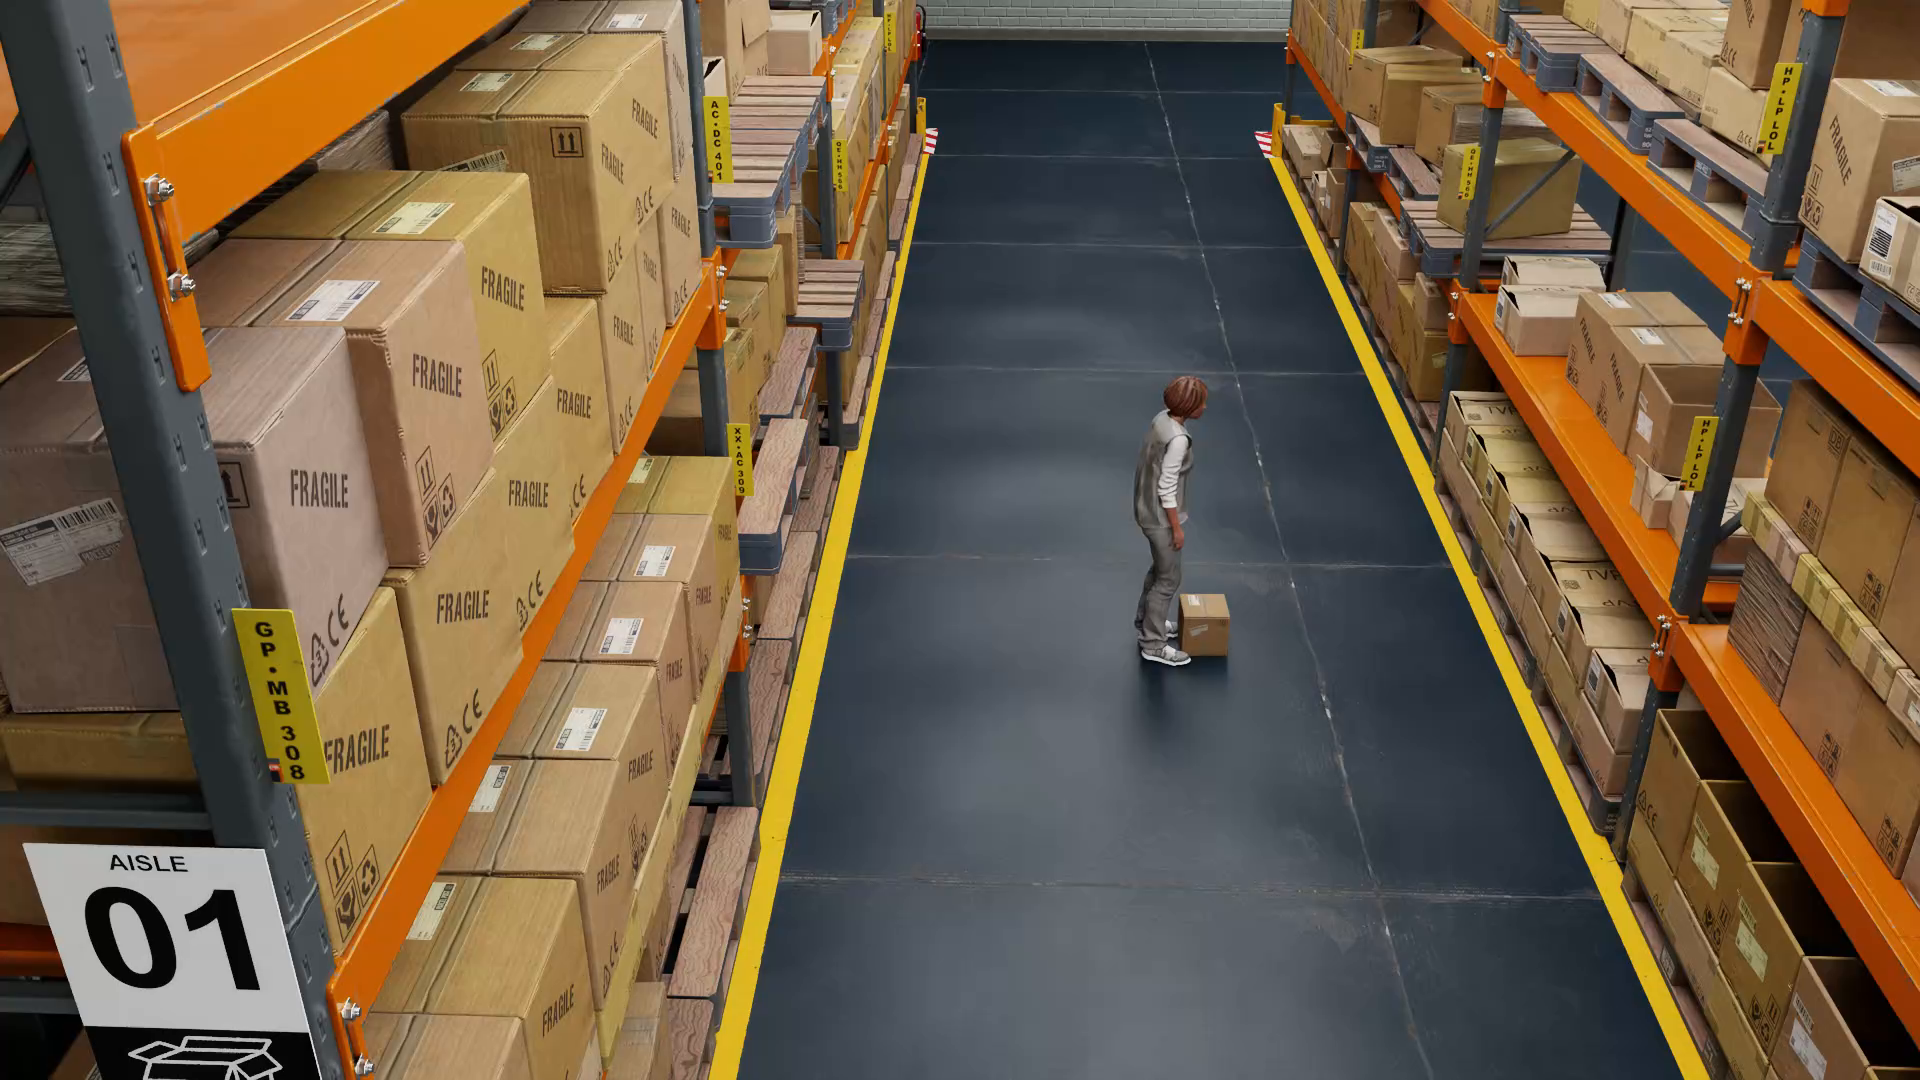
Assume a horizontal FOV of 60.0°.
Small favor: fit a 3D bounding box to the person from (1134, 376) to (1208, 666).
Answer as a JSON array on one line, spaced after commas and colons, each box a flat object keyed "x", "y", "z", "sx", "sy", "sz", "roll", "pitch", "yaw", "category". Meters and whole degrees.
[{"x": 1.101, "y": -0.123, "z": 8.863, "sx": 0.347, "sy": 1.592, "sz": 0.477, "roll": 0, "pitch": 28, "yaw": 0, "category": "person"}]
